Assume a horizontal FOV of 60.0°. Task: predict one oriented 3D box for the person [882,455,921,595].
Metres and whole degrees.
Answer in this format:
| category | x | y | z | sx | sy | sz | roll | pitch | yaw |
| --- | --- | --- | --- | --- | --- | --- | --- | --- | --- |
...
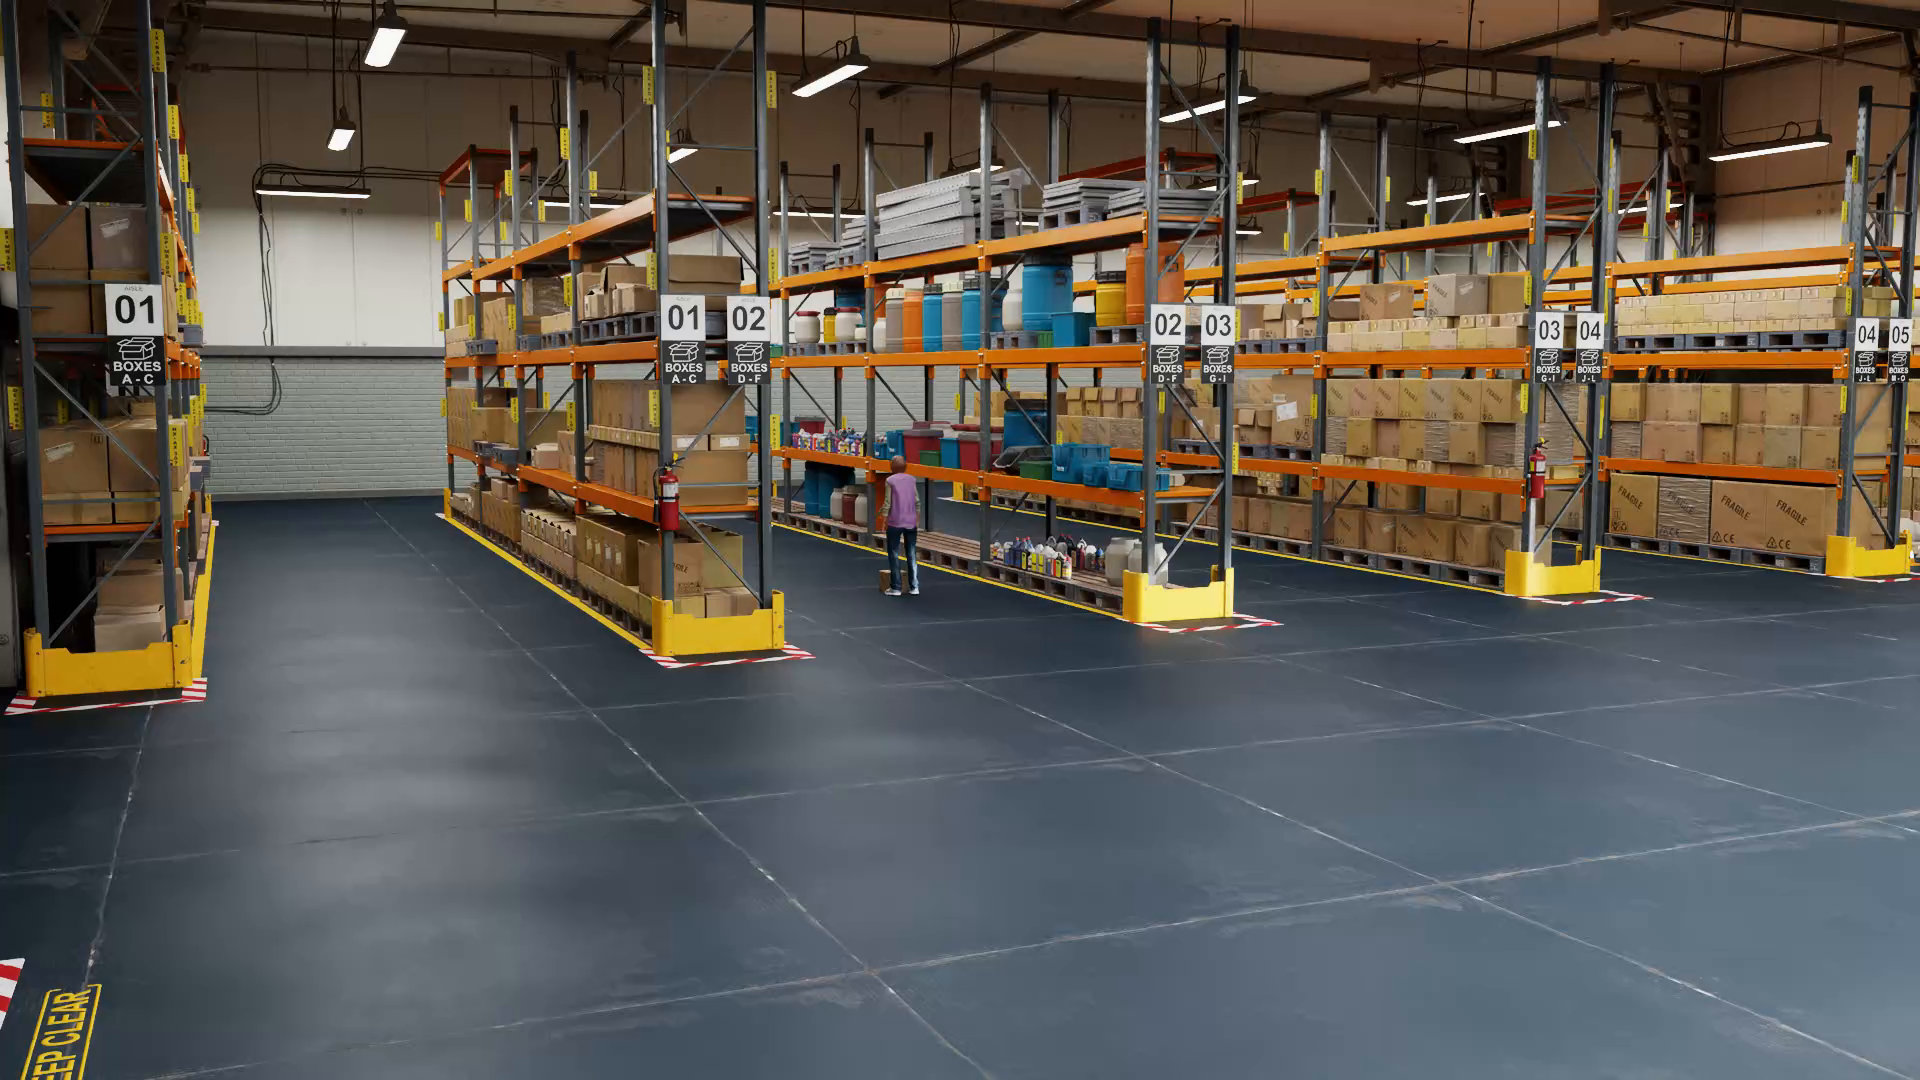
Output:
| category | x | y | z | sx | sy | sz | roll | pitch | yaw |
| --- | --- | --- | --- | --- | --- | --- | --- | --- | --- |
| person | -0.667 | -0.165 | 18.896 | 0.461 | 1.592 | 0.343 | -2 | 6 | -23 |
